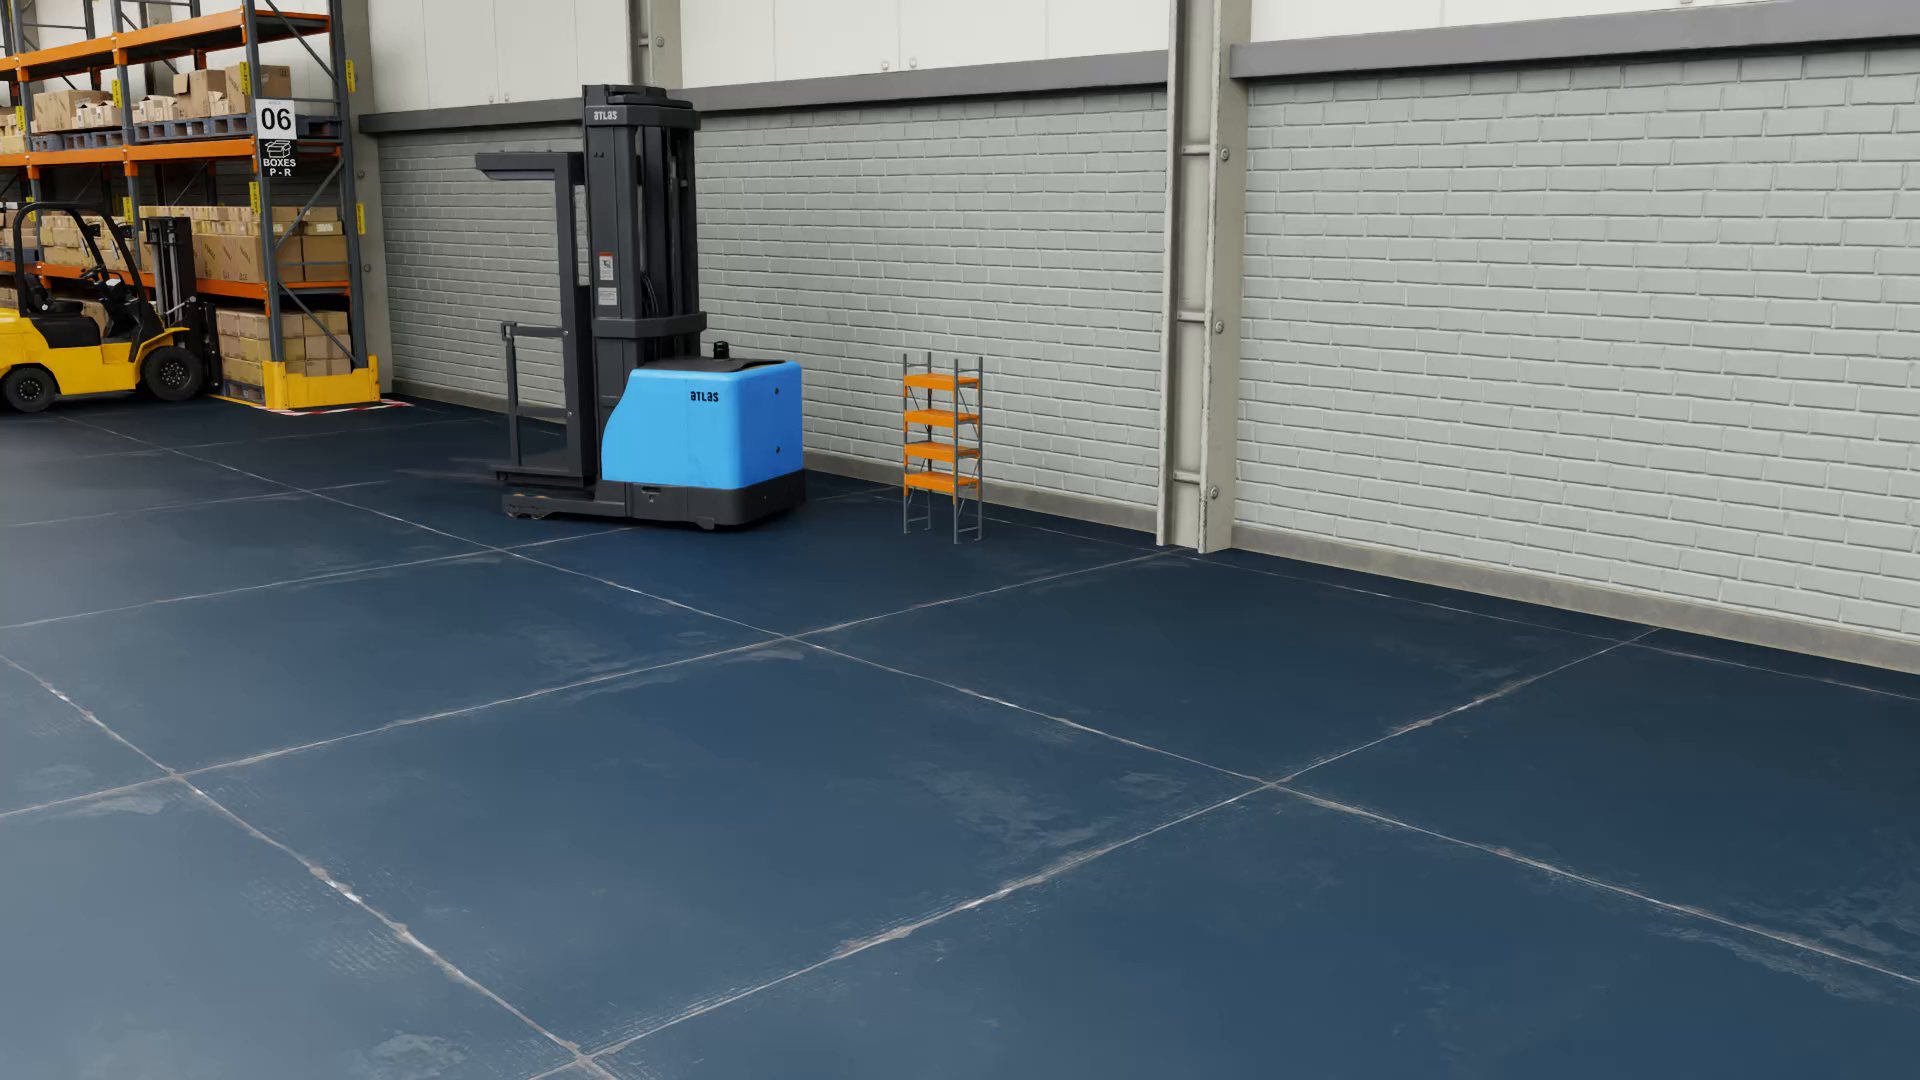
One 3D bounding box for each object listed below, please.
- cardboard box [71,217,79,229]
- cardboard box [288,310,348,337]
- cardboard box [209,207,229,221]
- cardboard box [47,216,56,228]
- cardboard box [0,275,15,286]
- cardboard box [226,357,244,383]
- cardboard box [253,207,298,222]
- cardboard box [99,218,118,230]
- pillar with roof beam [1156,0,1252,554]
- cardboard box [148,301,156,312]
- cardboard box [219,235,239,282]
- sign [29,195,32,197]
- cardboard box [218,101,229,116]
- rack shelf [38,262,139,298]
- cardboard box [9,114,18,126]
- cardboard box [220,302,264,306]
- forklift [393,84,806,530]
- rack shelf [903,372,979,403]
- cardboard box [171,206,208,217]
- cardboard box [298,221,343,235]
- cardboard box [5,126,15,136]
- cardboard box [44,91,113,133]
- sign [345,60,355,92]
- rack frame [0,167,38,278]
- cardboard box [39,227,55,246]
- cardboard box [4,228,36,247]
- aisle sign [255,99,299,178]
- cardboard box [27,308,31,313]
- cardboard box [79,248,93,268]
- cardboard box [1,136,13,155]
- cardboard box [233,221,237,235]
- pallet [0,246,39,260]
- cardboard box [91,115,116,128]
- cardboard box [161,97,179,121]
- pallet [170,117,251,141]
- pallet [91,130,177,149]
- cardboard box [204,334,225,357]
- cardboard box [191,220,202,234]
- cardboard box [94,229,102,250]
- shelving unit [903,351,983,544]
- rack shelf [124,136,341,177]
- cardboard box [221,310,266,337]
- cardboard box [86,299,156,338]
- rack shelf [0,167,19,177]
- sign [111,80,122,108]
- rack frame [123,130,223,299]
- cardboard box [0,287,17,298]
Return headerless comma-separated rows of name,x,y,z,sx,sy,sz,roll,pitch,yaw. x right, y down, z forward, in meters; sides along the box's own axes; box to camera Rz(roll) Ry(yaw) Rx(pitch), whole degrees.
cardboard box,-11.561,-4.217,22.091,0.380,0.149,0.250,-10,16,-41
cardboard box,-7.137,-2.402,18.434,0.500,0.250,0.500,-11,16,-43
cardboard box,-8.113,-3.628,18.494,0.380,0.149,0.250,-10,16,-41
cardboard box,-12.275,-4.365,22.810,0.380,0.149,0.250,-10,16,-41
cardboard box,-14.960,-4.033,25.860,0.250,0.149,0.380,11,16,42
cardboard box,-7.832,-1.915,18.544,0.500,0.250,0.500,-11,16,-43
cardboard box,-7.342,-3.492,17.837,0.380,0.149,0.250,-11,16,-42
cardboard box,-10.701,-4.025,21.157,0.250,0.149,0.380,11,16,43
pillar with roof beam,-1.598,-3.771,6.916,9.100,9.000,0.400,-11,16,-43
cardboard box,-9.597,-2.775,20.244,0.500,0.250,0.500,-11,16,-43
cardboard box,-7.824,-3.118,18.366,0.500,0.500,0.500,-10,15,-41
sign,-14.830,-5.353,26.593,0.100,0.325,0.005,-11,16,-43
cardboard box,-7.734,-4.637,17.883,0.250,0.149,0.380,11,16,44
rack shelf,-11.086,-3.480,22.154,1.077,0.370,4.000,-11,16,-43
cardboard box,-13.244,-5.955,23.596,0.250,0.149,0.380,11,16,43
cardboard box,-8.524,-2.697,19.865,0.500,0.250,0.500,-11,16,-42
forklift,-2.668,-1.672,11.764,3.031,2.935,1.130,5,13,22
rack shelf,-0.114,-0.997,10.828,0.258,0.148,0.480,-11,16,-43
cardboard box,-8.968,-3.818,19.417,0.380,0.149,0.250,-11,16,-43
cardboard box,-6.989,-3.409,18.172,0.250,0.149,0.380,11,16,44
cardboard box,-13.417,-5.847,23.806,0.380,0.149,0.250,-11,16,-43
cardboard box,-11.722,-5.698,22.165,0.700,0.500,0.500,-11,16,-44
sign,-6.537,-4.970,17.804,0.100,0.325,0.005,-11,16,-43
rack frame,-15.229,-4.708,26.332,1.000,3.000,0.127,-11,16,-43
cardboard box,-12.355,-4.194,22.967,0.500,0.250,0.500,-11,16,-43
cardboard box,-13.430,-4.366,23.999,0.500,0.250,0.500,11,16,42
aisle sign,-7.109,-4.180,17.324,0.394,0.787,0.004,-11,16,-43
cardboard box,-13.252,-3.212,24.224,0.500,0.500,0.500,-11,16,-43
cardboard box,-11.276,-3.728,21.945,0.500,0.250,0.500,-10,15,-41
cardboard box,-13.345,-5.635,23.766,0.500,0.250,0.500,-11,16,-42
cardboard box,-7.717,-3.415,18.198,0.380,0.149,0.250,-11,16,-42
pallet,-13.813,-4.314,24.892,1.003,0.211,1.213,-11,16,-43
cardboard box,-10.684,-5.260,20.909,0.380,0.149,0.250,-11,16,-43
cardboard box,-8.899,-4.940,19.066,0.258,0.266,0.396,11,16,44
pallet,-8.259,-4.668,18.920,1.003,0.211,1.213,-11,16,-43
pallet,-10.323,-5.043,20.997,1.217,0.209,0.805,11,16,43
cardboard box,-8.215,-2.236,18.863,0.500,0.250,0.500,-11,16,-44
cardboard box,-8.621,-3.596,19.077,0.380,0.149,0.250,-11,16,-44
cardboard box,-10.938,-3.898,21.530,0.500,0.250,0.500,-10,16,-41
shelving unit,-0.114,-0.612,10.908,0.258,1.200,0.503,-11,16,-43
rack shelf,-8.323,-4.366,19.018,1.077,0.370,4.000,-11,16,-43
cardboard box,-7.843,-2.403,18.438,0.500,0.250,0.500,-11,16,-42
cardboard box,-11.124,-2.882,22.310,0.625,0.625,0.875,11,16,43
rack shelf,-16.610,-6.117,27.518,1.077,0.370,4.000,-11,16,-43
sign,-10.090,-5.340,19.904,0.100,0.325,0.005,-11,16,-43
rack frame,-9.705,-3.541,20.665,1.000,3.000,0.127,-11,16,-43
cardboard box,-14.397,-3.773,25.337,0.380,0.149,0.250,-11,16,-43
